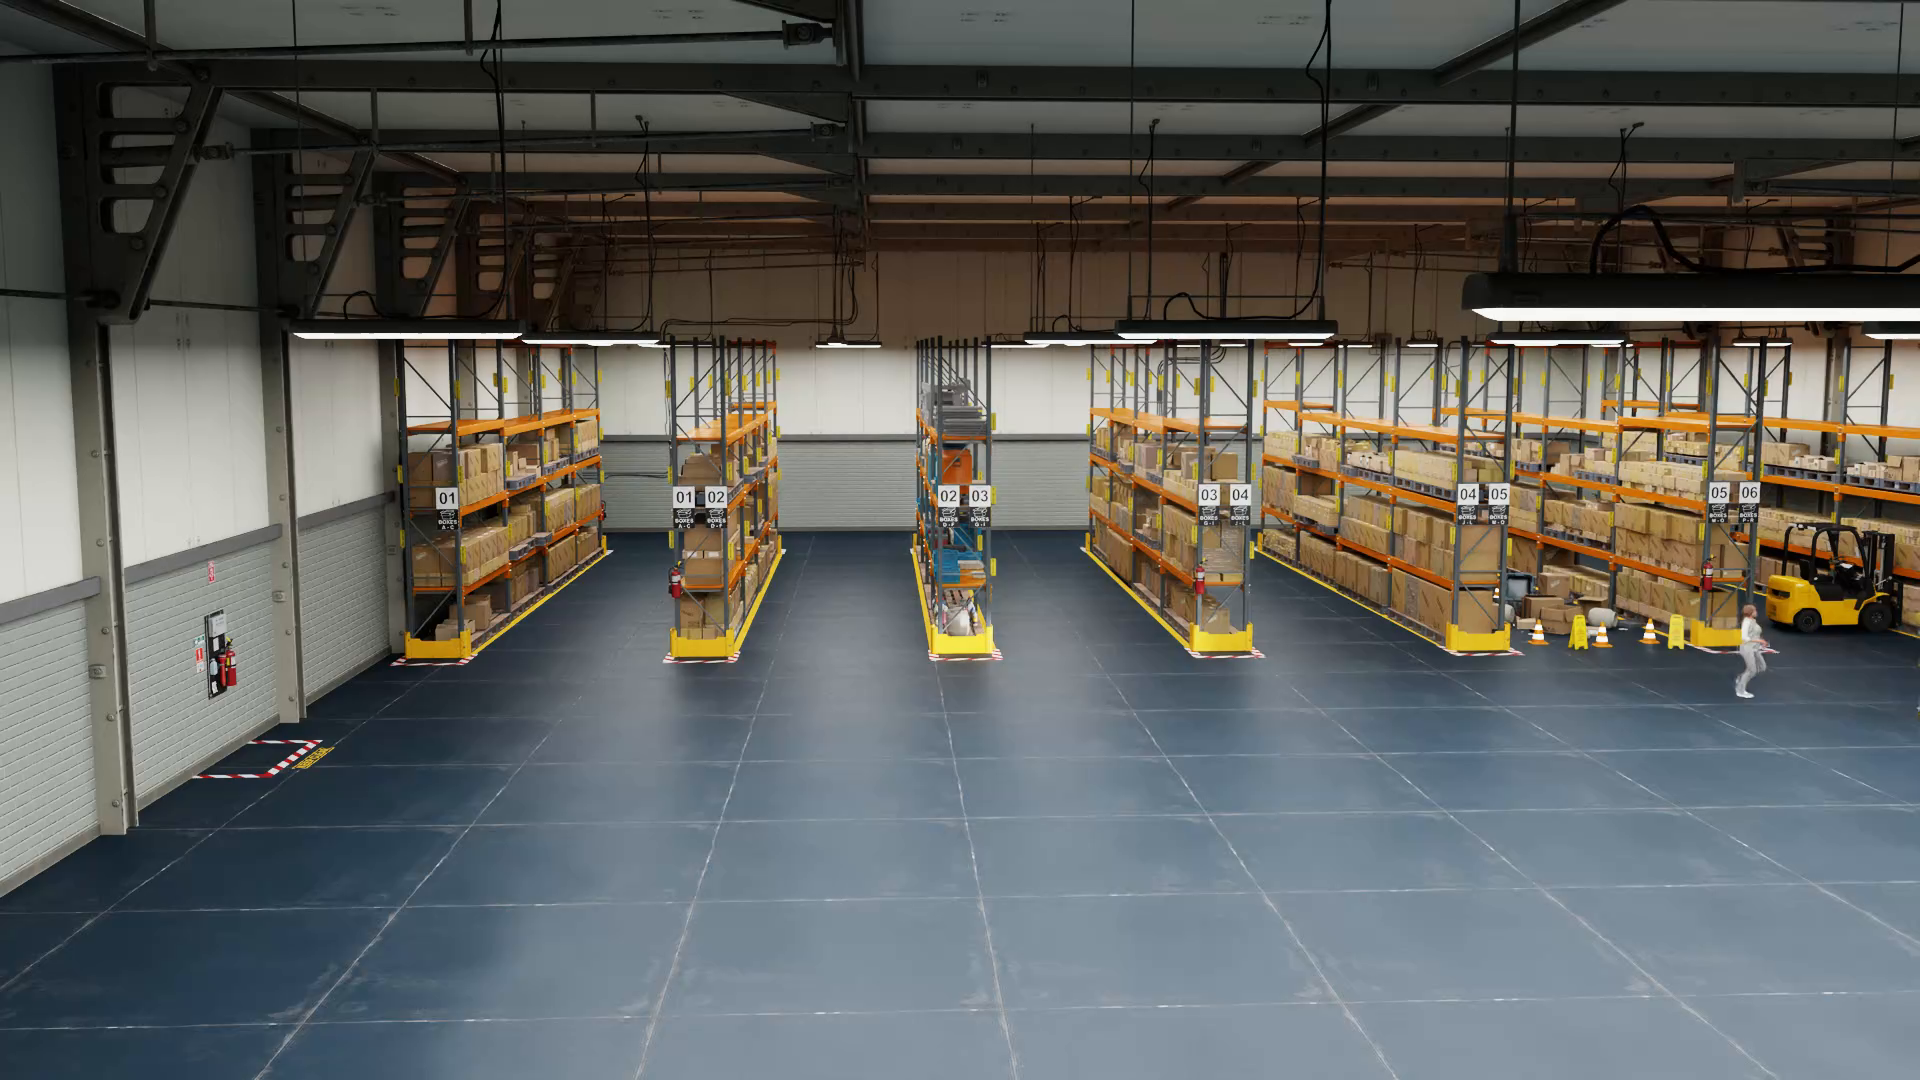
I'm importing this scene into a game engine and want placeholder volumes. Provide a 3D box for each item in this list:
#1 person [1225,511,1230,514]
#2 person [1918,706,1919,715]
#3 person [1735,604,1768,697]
[{"bbox_3d":[7.406,-0.380,46.548,0.608,1.658,0.502,1,7,11],"label":"person"},{"bbox_3d":[15.176,1.968,25.492,0.773,1.827,0.674,6,9,43],"label":"person"},{"bbox_3d":[13.082,1.833,27.436,0.536,1.556,0.526,6,9,43],"label":"person"}]
